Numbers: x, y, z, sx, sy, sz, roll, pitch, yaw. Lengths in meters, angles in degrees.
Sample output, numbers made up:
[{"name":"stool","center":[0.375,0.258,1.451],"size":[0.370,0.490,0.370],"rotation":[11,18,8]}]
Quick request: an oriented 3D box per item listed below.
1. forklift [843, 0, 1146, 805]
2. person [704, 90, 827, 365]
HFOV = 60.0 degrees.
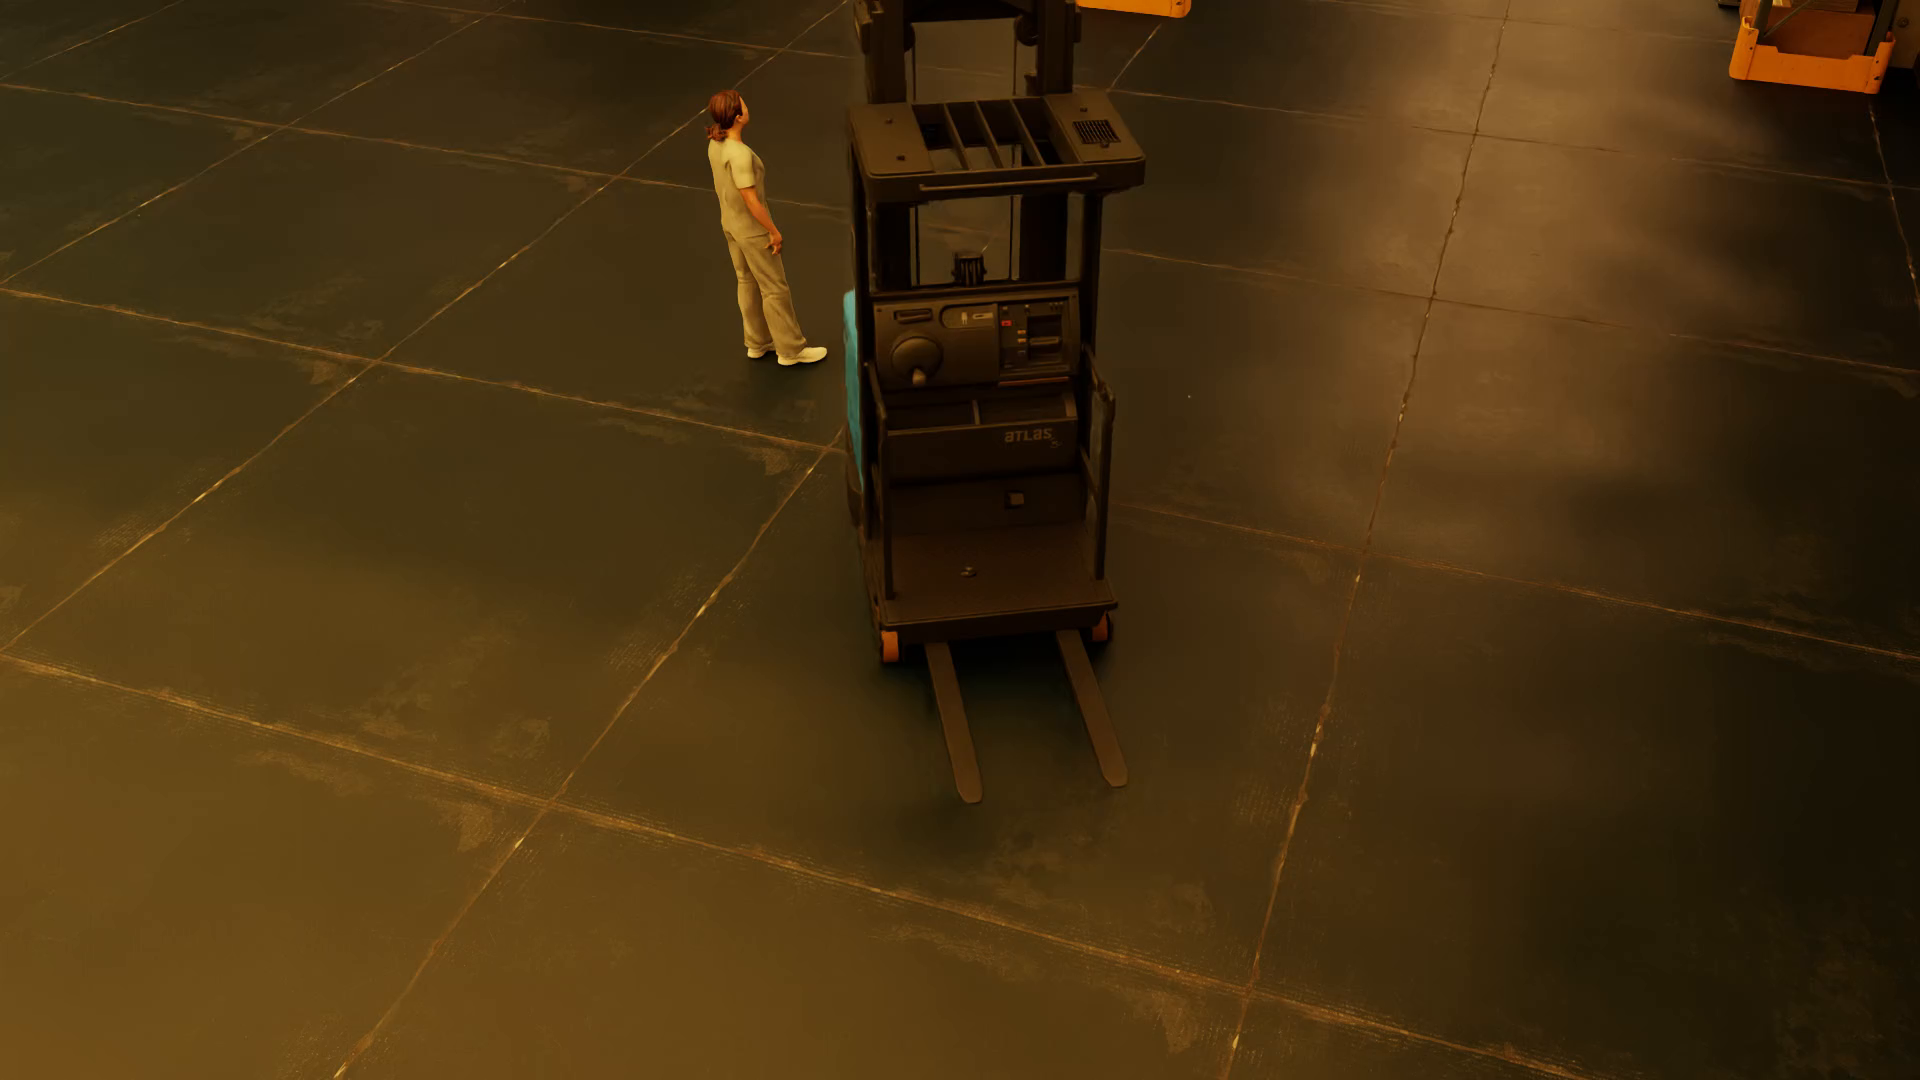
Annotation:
[{"name":"forklift","center":[0.117,-0.838,7.293],"size":[1.130,2.935,3.031],"rotation":[-5,36,-7]},{"name":"person","center":[-1.176,-1.841,9.789],"size":[0.549,1.662,0.548],"rotation":[-20,40,-26]}]
